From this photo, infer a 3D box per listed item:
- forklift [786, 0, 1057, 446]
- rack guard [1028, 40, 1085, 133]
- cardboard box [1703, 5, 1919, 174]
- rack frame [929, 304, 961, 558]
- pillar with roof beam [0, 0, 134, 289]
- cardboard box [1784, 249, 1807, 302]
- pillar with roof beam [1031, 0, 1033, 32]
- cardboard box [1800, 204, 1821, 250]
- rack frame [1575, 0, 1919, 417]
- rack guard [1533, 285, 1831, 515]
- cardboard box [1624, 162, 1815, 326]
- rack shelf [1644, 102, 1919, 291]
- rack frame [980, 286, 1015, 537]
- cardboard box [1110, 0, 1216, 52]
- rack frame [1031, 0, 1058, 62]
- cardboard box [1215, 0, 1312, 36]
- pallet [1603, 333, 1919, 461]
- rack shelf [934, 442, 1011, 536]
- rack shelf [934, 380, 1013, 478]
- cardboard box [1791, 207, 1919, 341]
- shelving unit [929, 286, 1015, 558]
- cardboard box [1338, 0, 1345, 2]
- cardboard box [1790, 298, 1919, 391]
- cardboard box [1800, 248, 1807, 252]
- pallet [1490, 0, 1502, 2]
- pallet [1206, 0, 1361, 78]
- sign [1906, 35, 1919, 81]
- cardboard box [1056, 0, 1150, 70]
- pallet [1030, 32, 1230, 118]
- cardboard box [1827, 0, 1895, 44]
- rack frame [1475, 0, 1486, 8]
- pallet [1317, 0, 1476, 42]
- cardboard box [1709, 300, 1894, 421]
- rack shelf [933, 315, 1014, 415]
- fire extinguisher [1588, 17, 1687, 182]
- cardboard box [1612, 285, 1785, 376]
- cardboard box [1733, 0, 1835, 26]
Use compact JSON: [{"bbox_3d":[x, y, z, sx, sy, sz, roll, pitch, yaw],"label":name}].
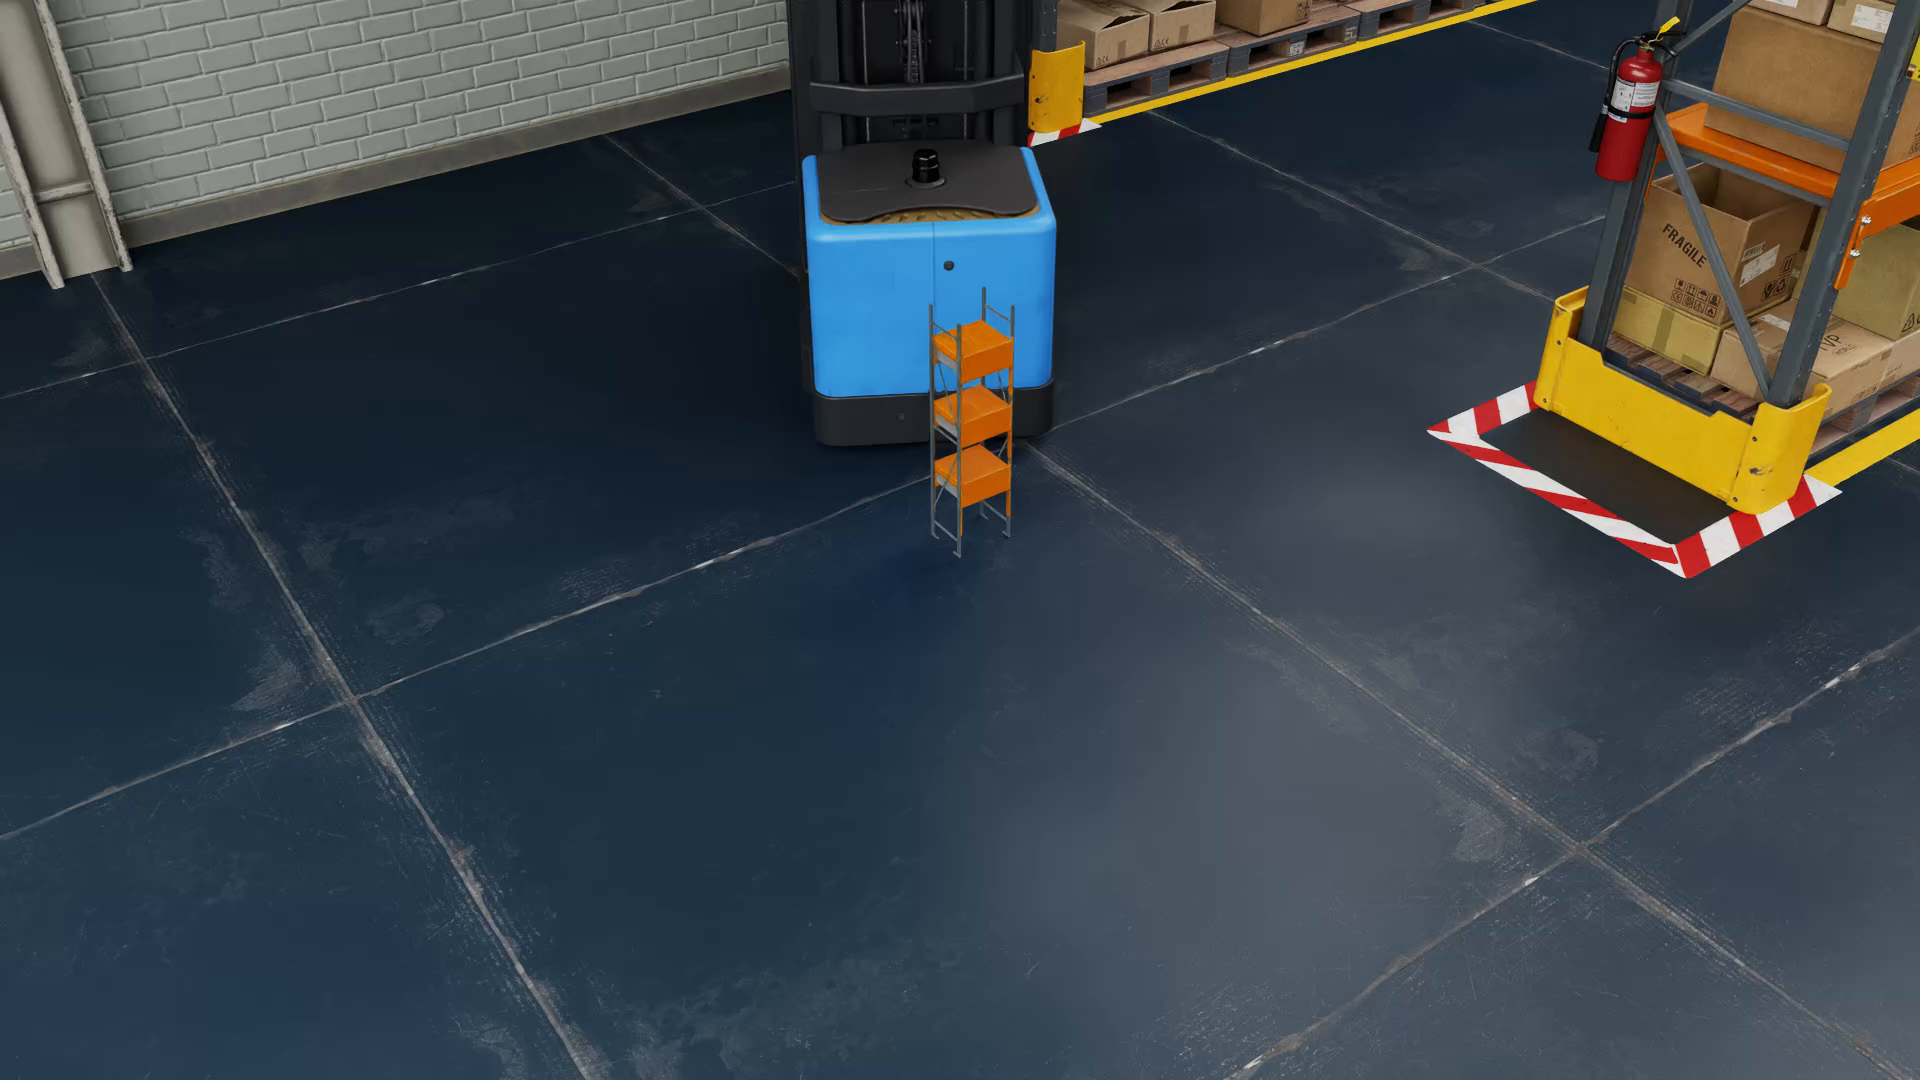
[{"bbox_3d":[-0.253,-2.440,7.632,1.130,2.935,3.031,-3,36,-5],"label":"forklift"},{"bbox_3d":[0.309,-3.026,10.529,0.348,0.500,1.175,-22,41,-28],"label":"rack guard"},{"bbox_3d":[3.493,-1.844,6.659,0.500,0.500,0.700,-22,41,-28],"label":"cardboard box"},{"bbox_3d":[-0.056,-0.403,6.411,0.008,1.050,0.200,-22,41,-28],"label":"rack frame"},{"bbox_3d":[-2.104,-3.026,3.251,0.400,9.000,9.100,-22,41,-28],"label":"pillar with roof beam"},{"bbox_3d":[3.773,-1.202,7.847,0.500,0.250,0.500,-22,41,-28],"label":"cardboard box"},{"bbox_3d":[2.801,-5.044,6.057,0.400,9.000,9.100,-22,41,-28],"label":"pillar with roof beam"},{"bbox_3d":[4.179,-1.677,7.865,0.500,0.500,0.500,-22,41,-28],"label":"cardboard box"},{"bbox_3d":[3.104,-1.652,6.478,0.127,3.000,1.000,-22,41,-28],"label":"rack frame"},{"bbox_3d":[3.084,-0.629,7.197,0.348,0.500,1.175,-22,41,-28],"label":"rack guard"},{"bbox_3d":[3.370,-1.333,7.388,0.500,0.500,0.500,-22,41,-28],"label":"cardboard box"},{"bbox_3d":[4.738,-2.033,7.624,4.000,0.370,1.077,-22,41,-28],"label":"rack shelf"},{"bbox_3d":[0.143,-0.485,6.526,0.008,1.050,0.200,-22,41,-28],"label":"rack frame"},{"bbox_3d":[1.330,-3.484,10.951,0.500,0.311,0.500,-19,40,-24],"label":"cardboard box"},{"bbox_3d":[0.247,-4.015,9.764,0.127,3.000,1.000,-22,41,-28],"label":"rack frame"},{"bbox_3d":[1.959,-3.783,11.206,0.500,0.500,0.700,-25,43,-31],"label":"cardboard box"},{"bbox_3d":[3.705,-0.797,7.678,1.213,0.211,1.003,-22,41,-28],"label":"pallet"},{"bbox_3d":[0.044,-0.210,6.637,0.240,0.259,0.215,-22,41,-28],"label":"rack shelf"},{"bbox_3d":[0.044,-0.436,6.475,0.240,0.259,0.215,-22,41,-28],"label":"rack shelf"},{"bbox_3d":[4.078,-1.254,7.278,0.500,0.500,0.500,-22,41,-28],"label":"cardboard box"},{"bbox_3d":[0.044,-0.444,6.468,0.252,1.050,0.215,-22,41,-28],"label":"shelving unit"},{"bbox_3d":[2.691,-4.156,11.724,0.500,0.500,0.500,-26,43,-31],"label":"cardboard box"},{"bbox_3d":[4.077,-0.951,7.498,0.500,0.250,0.500,-22,41,-28],"label":"cardboard box"},{"bbox_3d":[4.181,-1.371,8.082,0.500,0.250,0.500,-22,41,-28],"label":"cardboard box"},{"bbox_3d":[4.152,-4.491,12.814,1.213,0.211,1.003,-22,41,-28],"label":"pallet"},{"bbox_3d":[1.990,-3.573,11.537,1.213,0.211,1.003,-22,41,-28],"label":"pallet"},{"bbox_3d":[3.418,-1.769,5.831,0.005,0.325,0.100,-22,41,-28],"label":"sign"},{"bbox_3d":[0.864,-3.292,10.684,0.500,0.311,0.500,-28,44,-33],"label":"cardboard box"},{"bbox_3d":[0.993,-3.165,10.970,1.213,0.211,1.003,-22,41,-28],"label":"pallet"},{"bbox_3d":[3.548,-1.985,6.300,0.250,0.149,0.380,-23,41,-28],"label":"cardboard box"},{"bbox_3d":[3.516,-5.361,11.634,0.127,3.000,1.000,-22,41,-28],"label":"rack frame"},{"bbox_3d":[2.988,-3.986,12.111,1.213,0.211,1.003,-22,41,-28],"label":"pallet"},{"bbox_3d":[3.670,-0.781,7.262,0.500,0.250,0.500,-22,41,-28],"label":"cardboard box"},{"bbox_3d":[0.044,-0.666,6.309,0.240,0.259,0.215,-22,41,-28],"label":"rack shelf"},{"bbox_3d":[2.739,-1.803,6.754,0.183,0.674,0.296,-22,41,-28],"label":"fire extinguisher"},{"bbox_3d":[3.372,-1.028,7.605,0.500,0.250,0.500,-22,41,-28],"label":"cardboard box"},{"bbox_3d":[3.306,-2.176,6.565,0.250,0.149,0.380,-23,42,-29],"label":"cardboard box"}]
